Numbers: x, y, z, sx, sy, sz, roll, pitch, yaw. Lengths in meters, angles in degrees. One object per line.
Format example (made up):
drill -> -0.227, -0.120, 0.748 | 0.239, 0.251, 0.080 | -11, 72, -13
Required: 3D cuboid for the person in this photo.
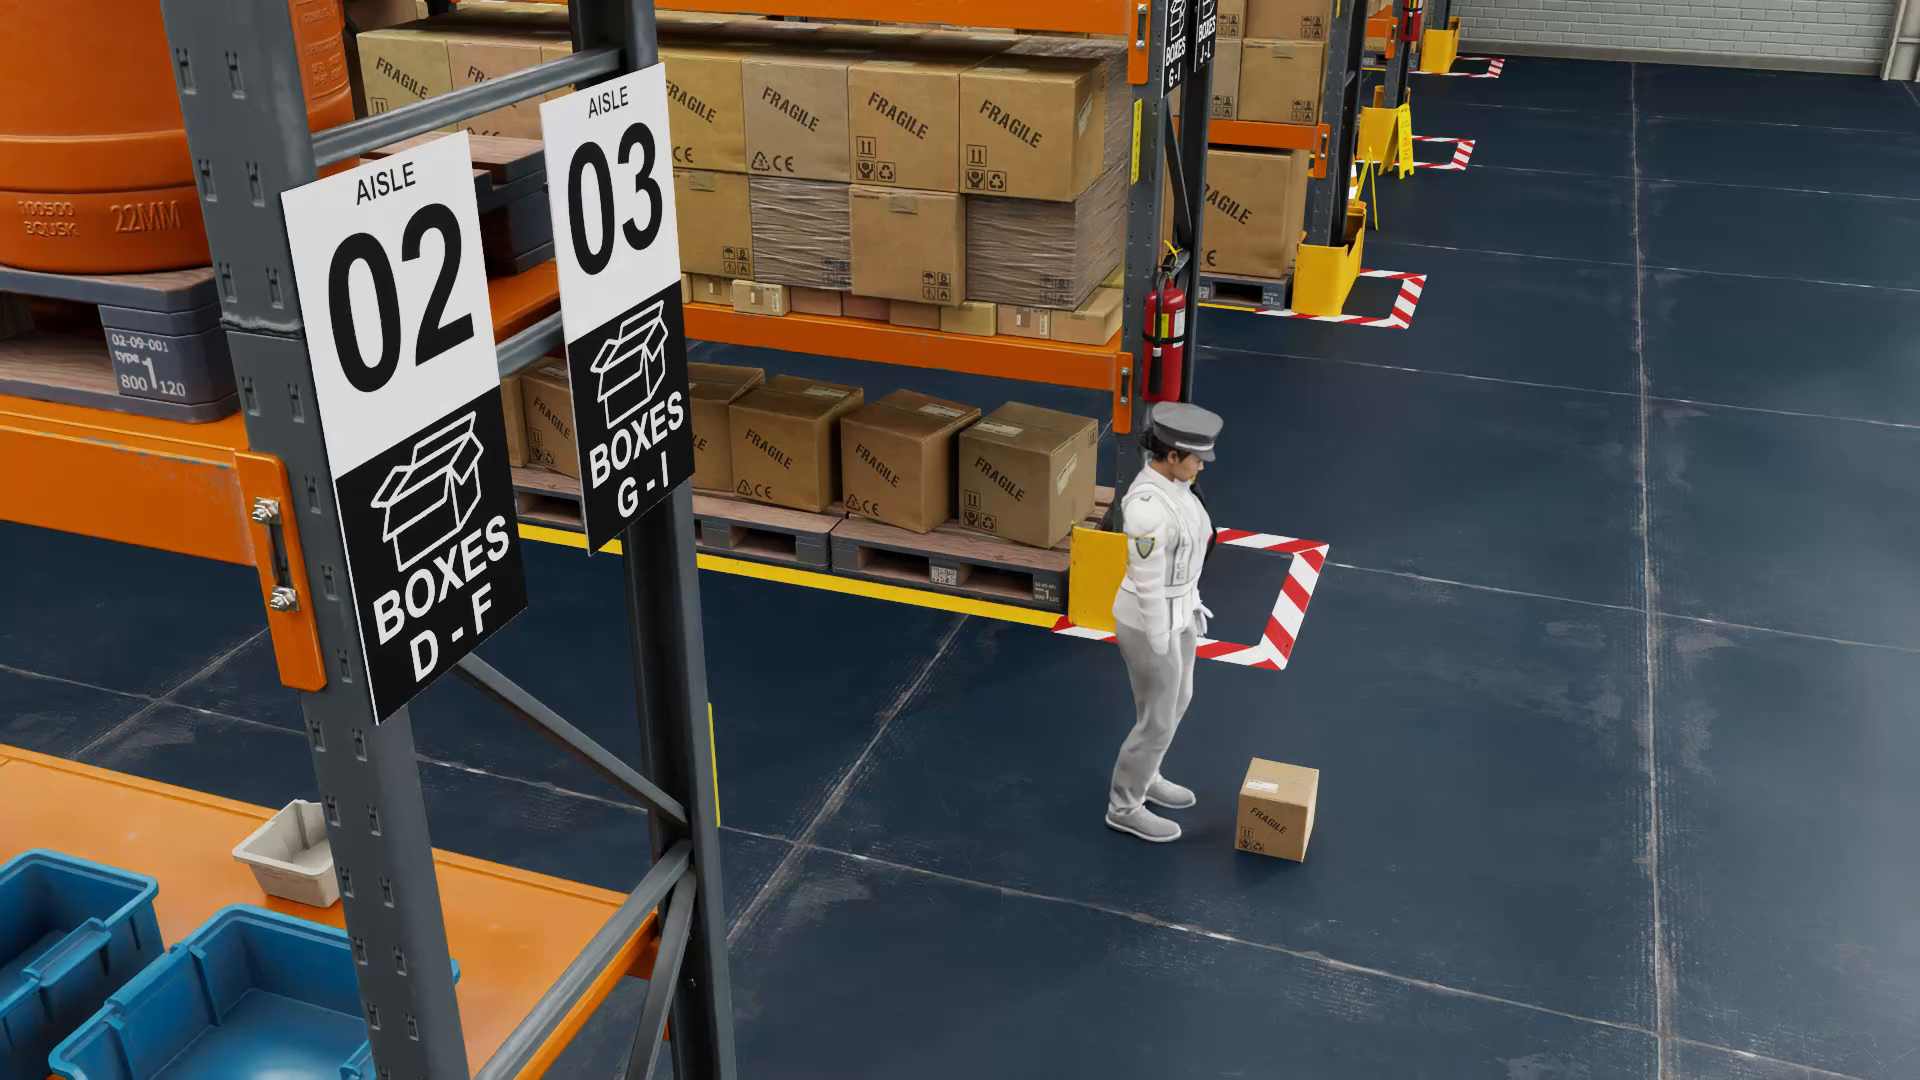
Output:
person -> 0.731, 0.294, 6.024 | 0.338, 1.661, 0.476 | 9, 27, 19
